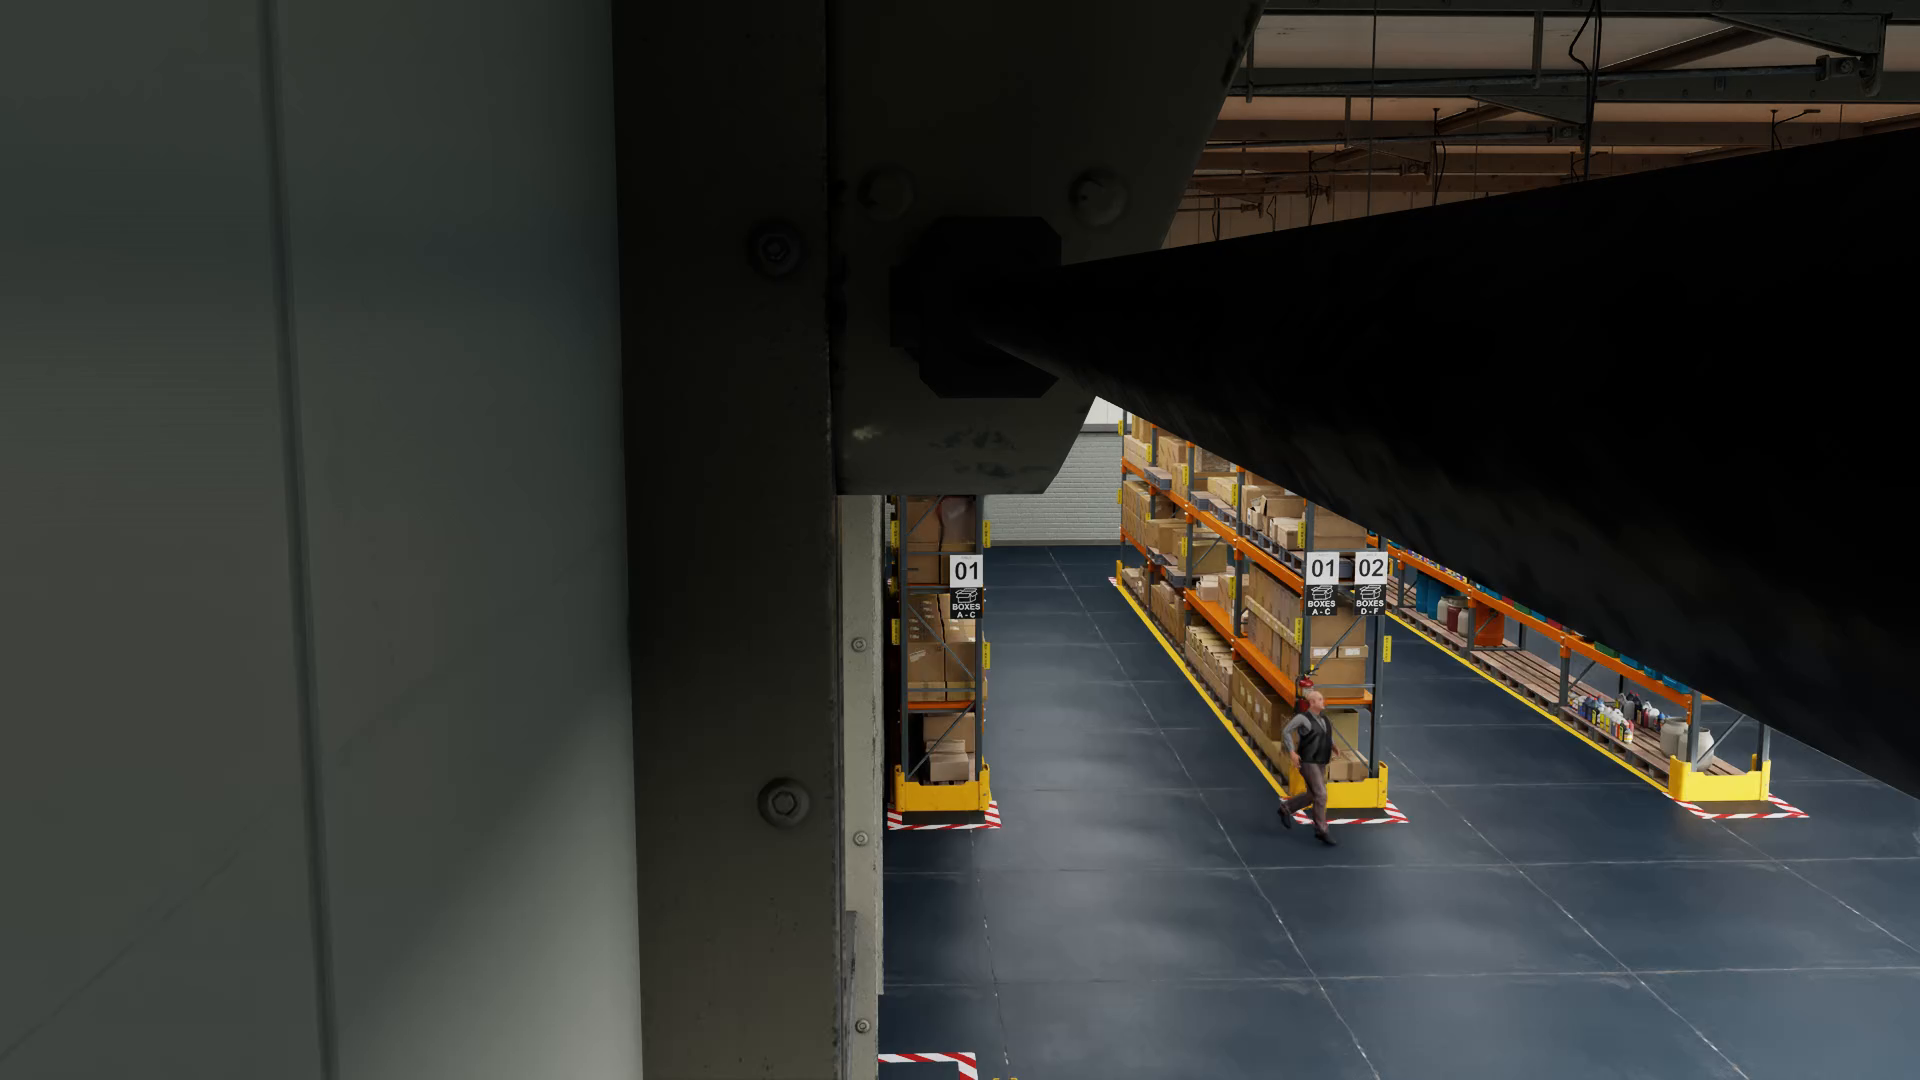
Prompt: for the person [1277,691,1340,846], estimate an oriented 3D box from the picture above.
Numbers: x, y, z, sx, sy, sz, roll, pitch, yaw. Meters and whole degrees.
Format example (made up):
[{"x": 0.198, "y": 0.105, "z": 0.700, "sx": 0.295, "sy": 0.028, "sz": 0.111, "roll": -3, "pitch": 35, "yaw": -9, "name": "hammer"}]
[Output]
[{"x": 4.160, "y": 2.630, "z": 19.481, "sx": 0.867, "sy": 1.705, "sz": 0.682, "roll": 8, "pitch": 12, "yaw": 44, "name": "person"}]
